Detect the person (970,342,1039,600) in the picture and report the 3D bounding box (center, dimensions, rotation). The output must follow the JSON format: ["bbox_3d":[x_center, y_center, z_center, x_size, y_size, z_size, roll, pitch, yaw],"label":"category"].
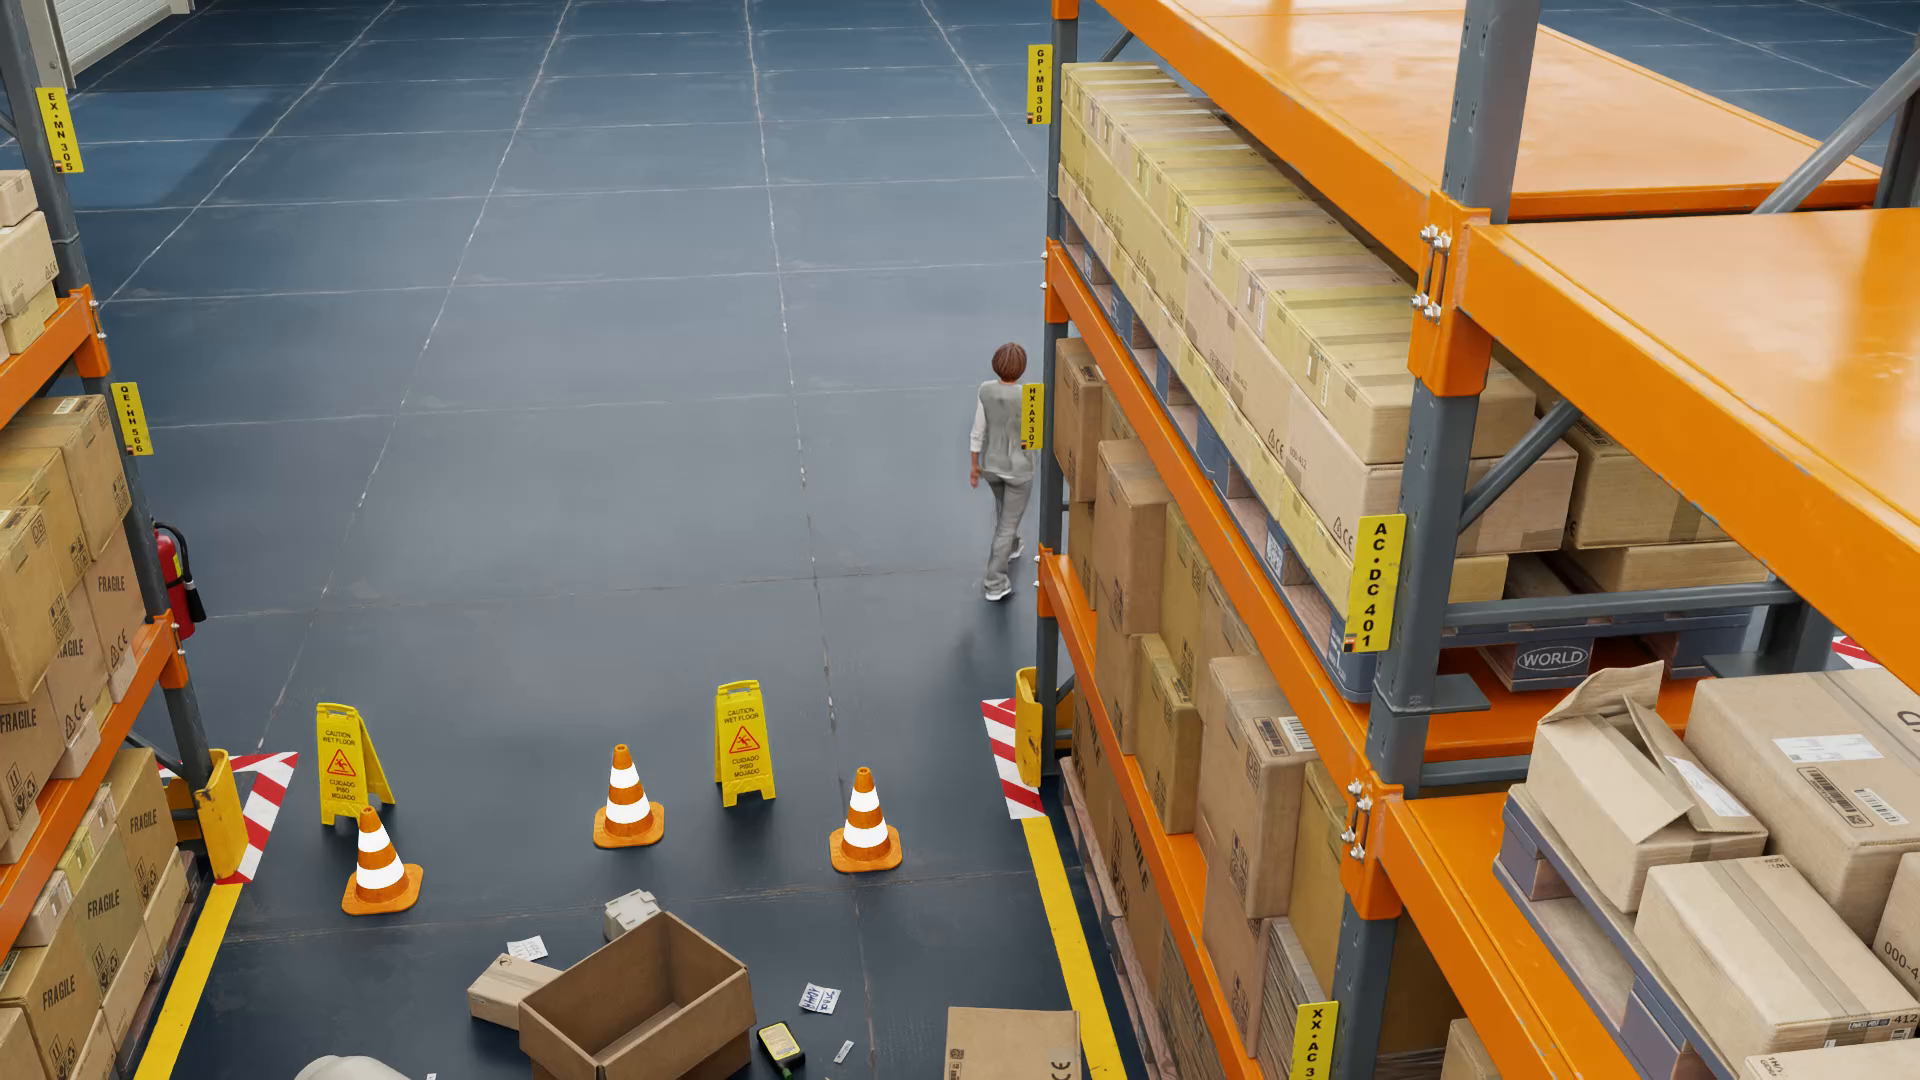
[{"bbox_3d":[0.346,-0.466,9.951,0.444,1.577,0.783,15,31,27],"label":"person"}]
